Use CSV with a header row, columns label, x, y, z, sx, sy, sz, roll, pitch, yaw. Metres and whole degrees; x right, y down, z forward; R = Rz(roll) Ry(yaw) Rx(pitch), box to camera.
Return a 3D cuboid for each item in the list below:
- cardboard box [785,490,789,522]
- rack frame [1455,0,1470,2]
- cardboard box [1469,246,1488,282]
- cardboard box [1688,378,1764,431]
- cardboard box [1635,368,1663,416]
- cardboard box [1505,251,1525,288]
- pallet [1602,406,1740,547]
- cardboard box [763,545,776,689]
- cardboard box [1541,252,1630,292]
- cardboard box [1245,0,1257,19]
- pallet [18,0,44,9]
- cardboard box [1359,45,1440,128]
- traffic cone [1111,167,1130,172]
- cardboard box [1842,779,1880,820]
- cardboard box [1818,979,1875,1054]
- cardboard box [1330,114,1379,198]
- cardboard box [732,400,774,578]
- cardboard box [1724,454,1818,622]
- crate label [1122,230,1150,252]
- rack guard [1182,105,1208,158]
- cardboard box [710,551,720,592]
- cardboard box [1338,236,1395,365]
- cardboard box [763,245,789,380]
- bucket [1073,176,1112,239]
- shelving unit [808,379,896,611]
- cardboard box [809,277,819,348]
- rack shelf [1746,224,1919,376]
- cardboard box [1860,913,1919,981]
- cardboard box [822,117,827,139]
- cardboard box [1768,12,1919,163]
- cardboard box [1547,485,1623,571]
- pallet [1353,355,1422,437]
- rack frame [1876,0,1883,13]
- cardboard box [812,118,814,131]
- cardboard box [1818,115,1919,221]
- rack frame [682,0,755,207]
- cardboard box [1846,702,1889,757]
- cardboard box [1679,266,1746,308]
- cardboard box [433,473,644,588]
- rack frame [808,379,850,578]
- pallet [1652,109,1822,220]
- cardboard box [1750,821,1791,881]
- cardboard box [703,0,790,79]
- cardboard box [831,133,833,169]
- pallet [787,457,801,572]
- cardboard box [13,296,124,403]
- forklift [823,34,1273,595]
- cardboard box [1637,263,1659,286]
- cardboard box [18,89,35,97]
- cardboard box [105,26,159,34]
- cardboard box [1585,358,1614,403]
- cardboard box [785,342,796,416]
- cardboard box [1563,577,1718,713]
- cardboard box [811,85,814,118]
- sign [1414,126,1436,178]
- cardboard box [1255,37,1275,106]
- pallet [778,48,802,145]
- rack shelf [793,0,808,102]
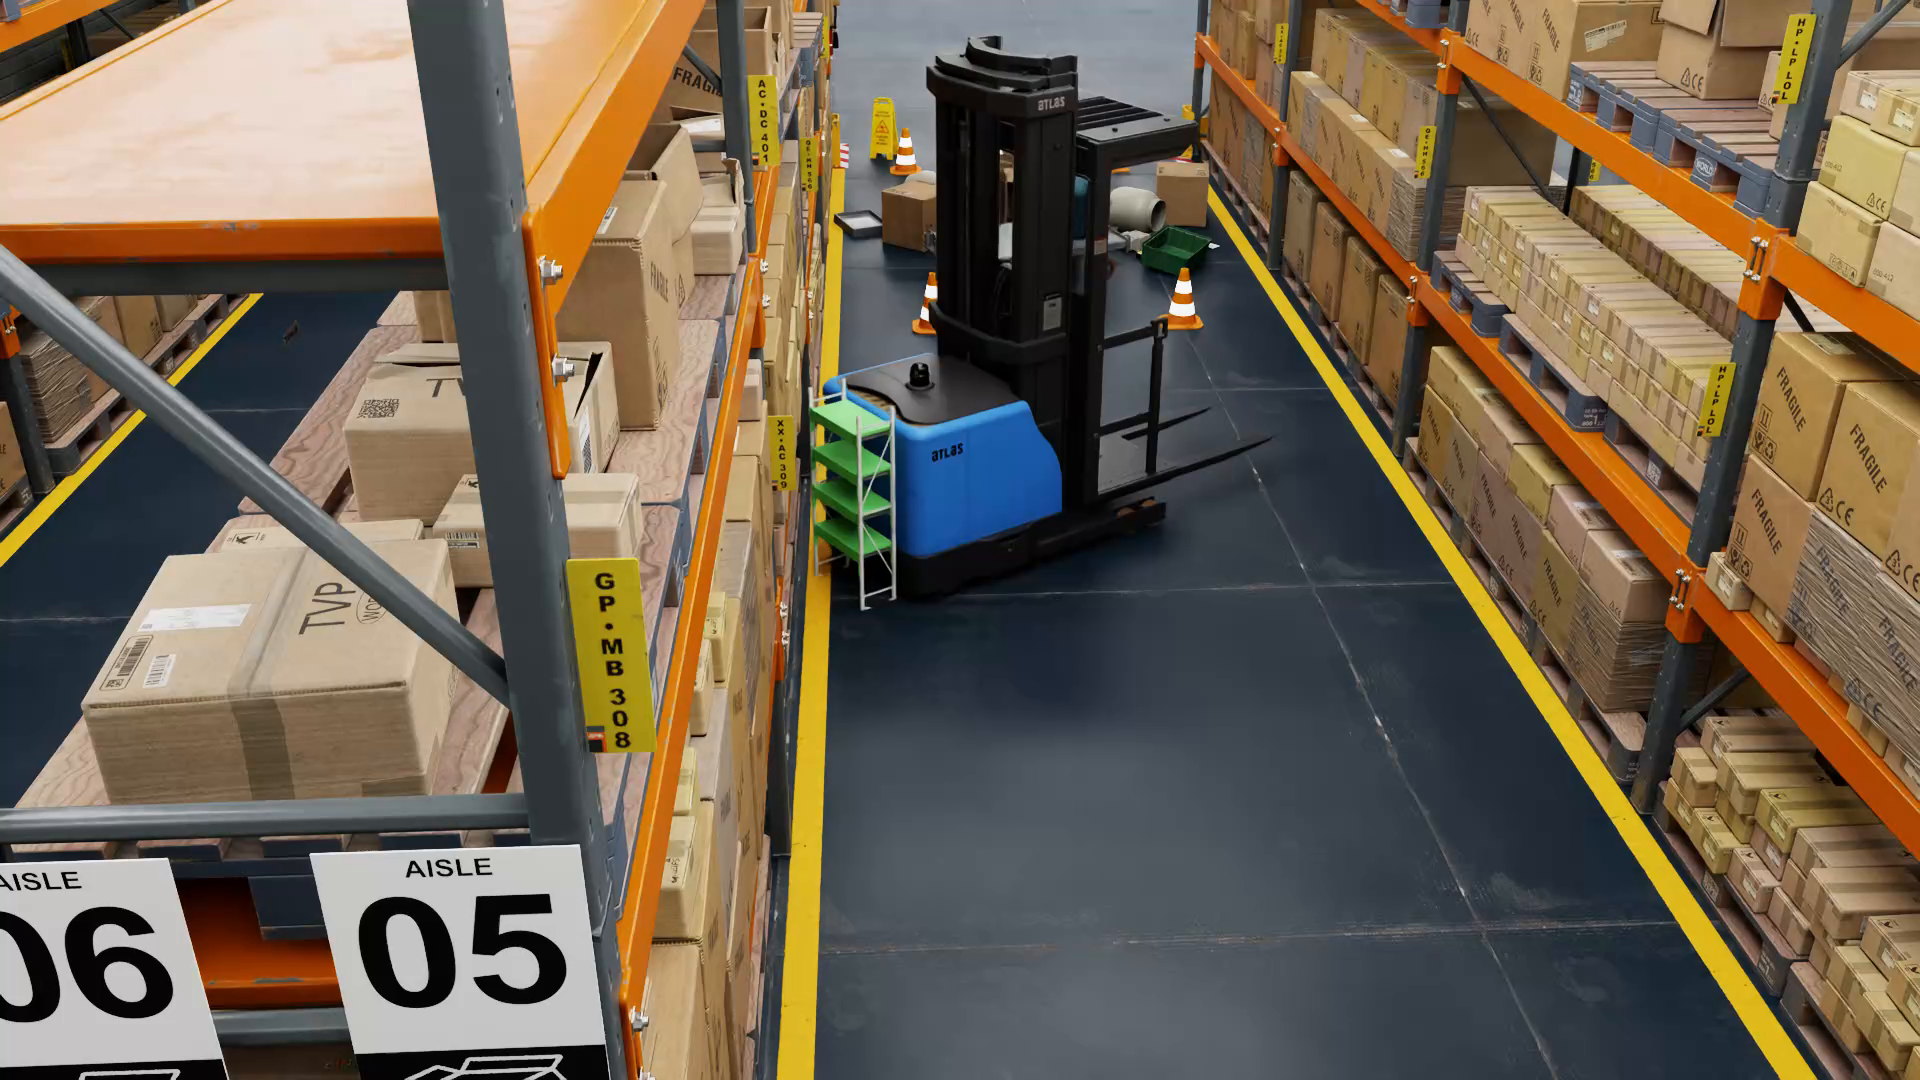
label,x,y,z,sx,sy,sz,roll,pitch,yaw
cardboard box,-1.053,-0.295,7.733,0.500,0.250,0.500,-2,28,-4
rack frame,3.464,-4.586,9.312,1.000,3.000,0.127,-1,28,-3
cardboard box,3.300,-1.665,10.017,0.380,0.149,0.250,0,28,0
cardboard box,3.457,-0.598,7.327,0.380,0.149,0.250,0,28,0
cardboard box,3.430,-0.701,7.846,0.380,0.149,0.250,0,28,0
cardboard box,3.336,-1.540,9.454,0.380,0.149,0.250,-1,28,-2
pallet,3.778,-0.350,7.885,1.003,0.211,1.213,-1,28,-3
cardboard box,-0.985,0.251,6.417,0.500,0.500,0.500,-1,28,-2
cardboard box,3.365,-1.440,8.941,0.380,0.149,0.250,-1,28,-1
cardboard box,3.199,-5.238,15.720,0.875,0.550,0.500,-1,28,-3
pallet,-6.617,-3.712,11.084,1.003,0.211,1.213,0,28,0
cardboard box,3.367,-3.328,12.197,0.700,0.500,0.500,-2,28,-3
traffic cone,1.656,-4.216,17.833,0.336,0.463,0.334,-1,28,-3
cardboard box,4.034,1.130,7.148,0.380,0.149,0.250,-3,28,-5
cardboard box,3.480,1.773,6.235,0.380,0.149,0.250,-2,28,-4
cardboard box,3.091,-2.870,12.400,0.500,0.500,0.500,-1,28,-2
cardboard box,-0.964,-0.189,6.179,0.500,0.500,0.500,-2,28,-3
cardboard box,3.447,-0.020,6.615,0.500,0.500,0.500,-2,28,-4
crate label,1.620,-2.774,15.421,0.298,0.136,0.250,-23,35,-37
rack guard,3.045,-4.523,18.382,1.175,0.500,0.348,-1,28,-3
cardboard box,-0.900,0.152,4.825,0.380,0.149,0.250,-1,28,-3
cardboard box,3.473,-1.802,12.440,1.050,0.750,0.750,-1,28,-2
cardboard box,-1.079,-1.076,7.881,0.500,0.500,0.500,-2,28,-4
bucket,0.946,-3.003,14.660,0.726,0.611,0.620,8,39,15
shelving unit,-0.608,-0.255,9.437,0.258,1.200,0.503,-18,33,-32
cardboard box,-1.574,-1.733,12.717,0.950,0.372,0.625,0,28,-1
rack shelf,3.778,-0.166,4.859,1.077,0.370,4.000,-1,28,-3
cardboard box,3.567,1.507,6.103,0.380,0.149,0.250,-2,28,-5
cardboard box,-1.419,-3.770,15.241,0.380,0.149,0.250,0,28,-1
cardboard box,3.763,-1.817,6.684,0.700,0.500,0.500,-1,28,-3
cardboard box,3.368,-0.065,8.568,0.500,0.250,0.500,0,28,0
pallet,3.498,-1.056,12.046,1.003,0.211,1.213,-1,28,-3
rack frame,8.214,-3.846,14.381,1.000,3.000,0.127,-1,28,-3
cardboard box,-1.335,-3.211,12.979,0.380,0.149,0.250,-2,28,-3
cardboard box,3.459,-1.336,5.946,0.500,0.250,0.500,0,28,-1
rack frame,-1.265,-2.573,5.451,1.000,3.000,0.127,-1,28,-3
cardboard box,3.471,0.654,6.023,0.380,0.149,0.250,-1,28,-2
cardboard box,4.026,-1.332,8.734,0.380,0.149,0.250,-1,28,-1
cardboard box,-0.883,-0.023,3.515,0.380,0.149,0.250,0,28,-1
rack frame,-0.753,-0.345,9.611,0.240,1.200,0.015,-18,33,-32
pallet,3.747,-1.613,7.059,1.213,0.211,1.003,-1,28,-3
cardboard box,3.524,1.269,6.881,0.380,0.149,0.250,-2,28,-3
cardboard box,-1.092,-2.513,8.019,0.500,0.500,0.500,-1,28,-2
cardboard box,-1.579,-4.043,17.278,0.500,0.250,0.500,-2,28,-3
pallet,-1.508,-0.158,10.324,1.003,0.211,1.213,-1,28,-3
cardboard box,-6.491,-1.361,11.731,0.875,0.625,0.625,-1,28,-1
forklift,0.673,-1.509,9.974,3.031,2.935,1.130,-19,33,-31
cardboard box,4.000,-1.440,9.264,0.380,0.149,0.250,-2,28,-3
cardboard box,-6.827,-3.292,12.508,0.380,0.149,0.250,-2,28,-3
cardboard box,-6.929,-4.206,13.940,0.380,0.149,0.250,-2,28,-4
cardboard box,3.396,-0.811,8.380,0.380,0.149,0.250,-3,28,-5
cardboard box,-1.061,-0.752,8.069,0.500,0.250,0.500,-1,28,-2
cardboard box,3.383,0.508,8.282,0.500,0.500,0.500,-2,28,-4
cardboard box,-1.402,-3.533,12.896,0.500,0.500,0.500,-1,28,-2
sign,2.910,-2.424,10.403,0.100,0.325,0.005,-1,28,-3
cardboard box,3.173,-4.263,15.018,0.875,0.550,0.550,-1,28,-3
pallet,-1.326,-2.194,8.173,1.003,0.211,1.213,0,28,0
rack shelf,-1.578,-3.694,11.624,1.077,0.370,4.000,-1,28,-3
